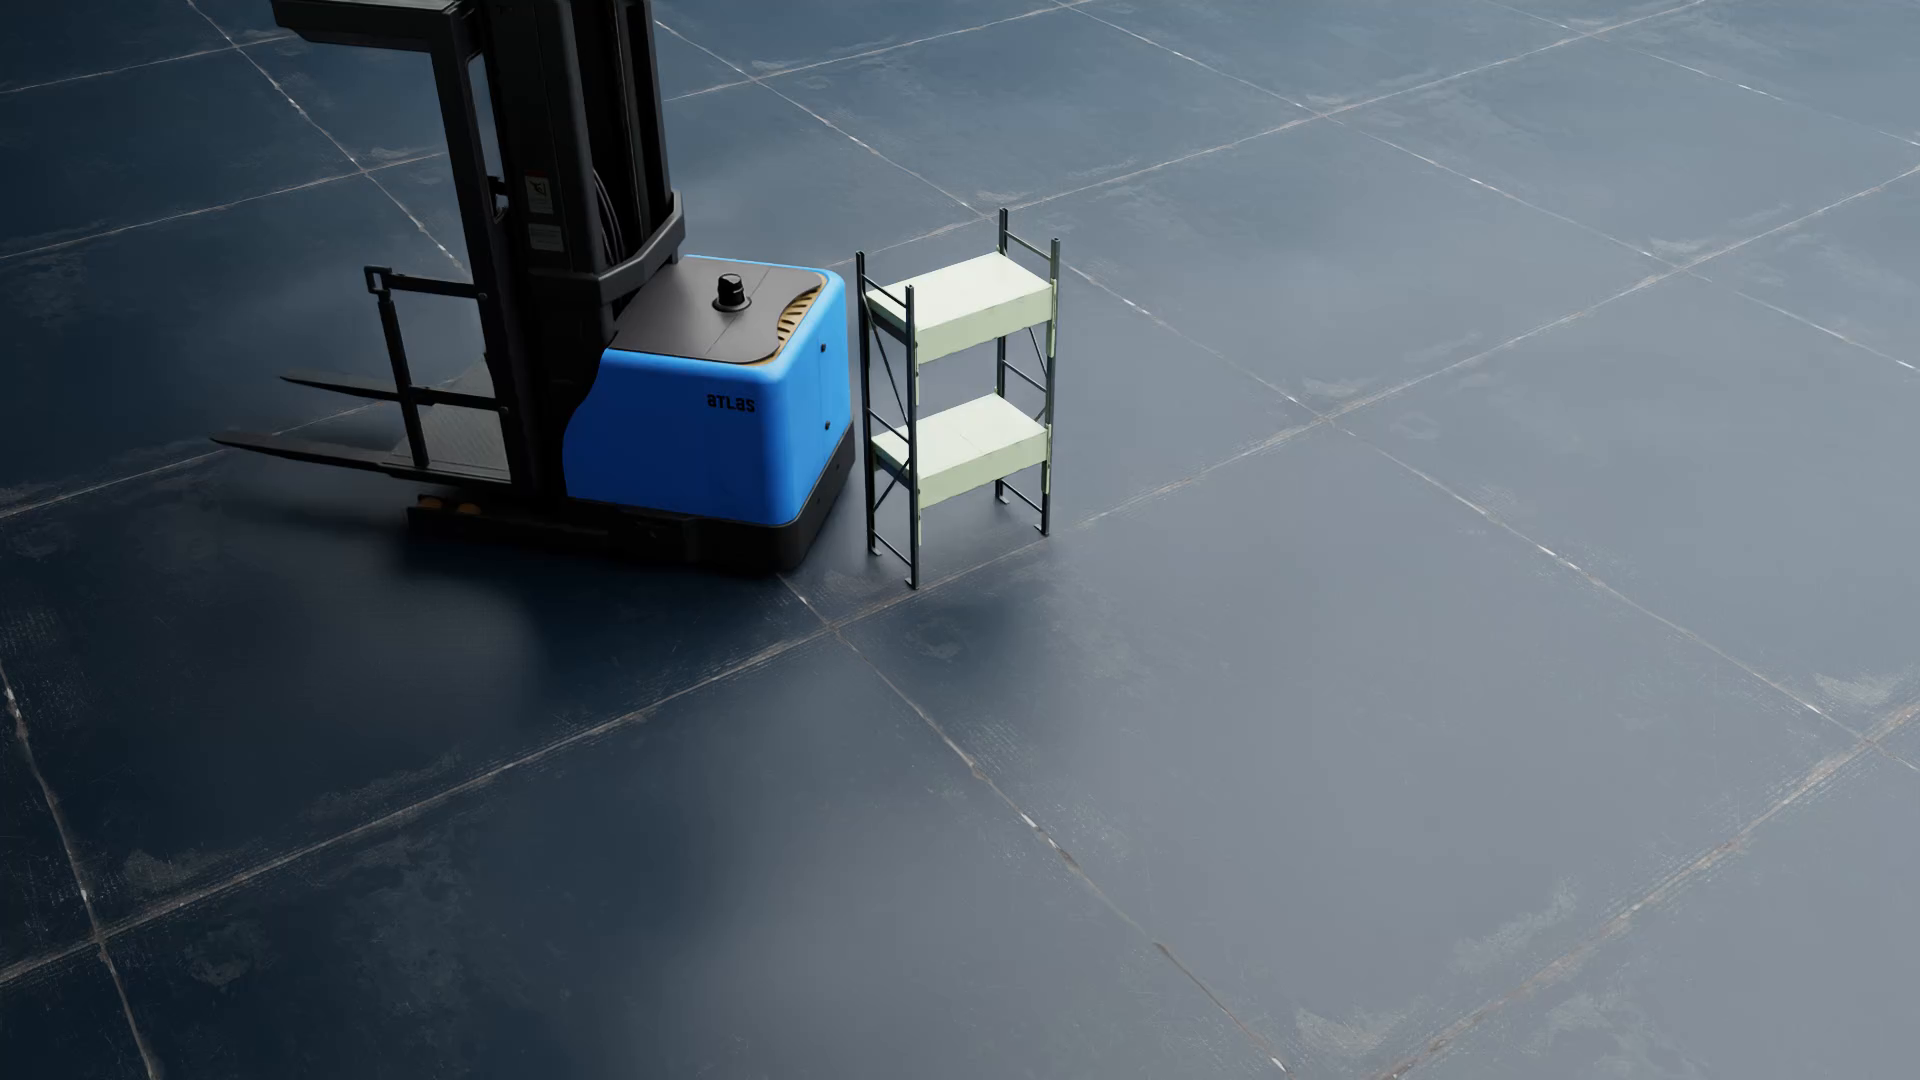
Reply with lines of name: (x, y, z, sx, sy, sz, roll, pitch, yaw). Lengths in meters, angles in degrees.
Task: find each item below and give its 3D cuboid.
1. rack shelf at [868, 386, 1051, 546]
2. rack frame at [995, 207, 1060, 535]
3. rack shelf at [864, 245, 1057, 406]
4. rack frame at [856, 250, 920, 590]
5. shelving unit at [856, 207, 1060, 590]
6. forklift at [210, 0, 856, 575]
rack shelf: (-0.005, -0.342, 7.499, 0.720, 0.370, 0.431, -22, 41, -28)
rack frame: (0.294, -0.730, 7.480, 0.023, 1.500, 0.400, -22, 41, -28)
rack shelf: (-0.005, -0.923, 7.081, 0.720, 0.370, 0.431, -22, 41, -28)
rack frame: (-0.305, -0.484, 7.138, 0.023, 1.500, 0.400, -22, 41, -28)
shelving unit: (-0.005, -0.607, 7.309, 0.755, 1.500, 0.431, -22, 41, -28)
forklift: (-2.087, -1.484, 7.303, 3.031, 2.935, 1.130, 8, 36, 11)
